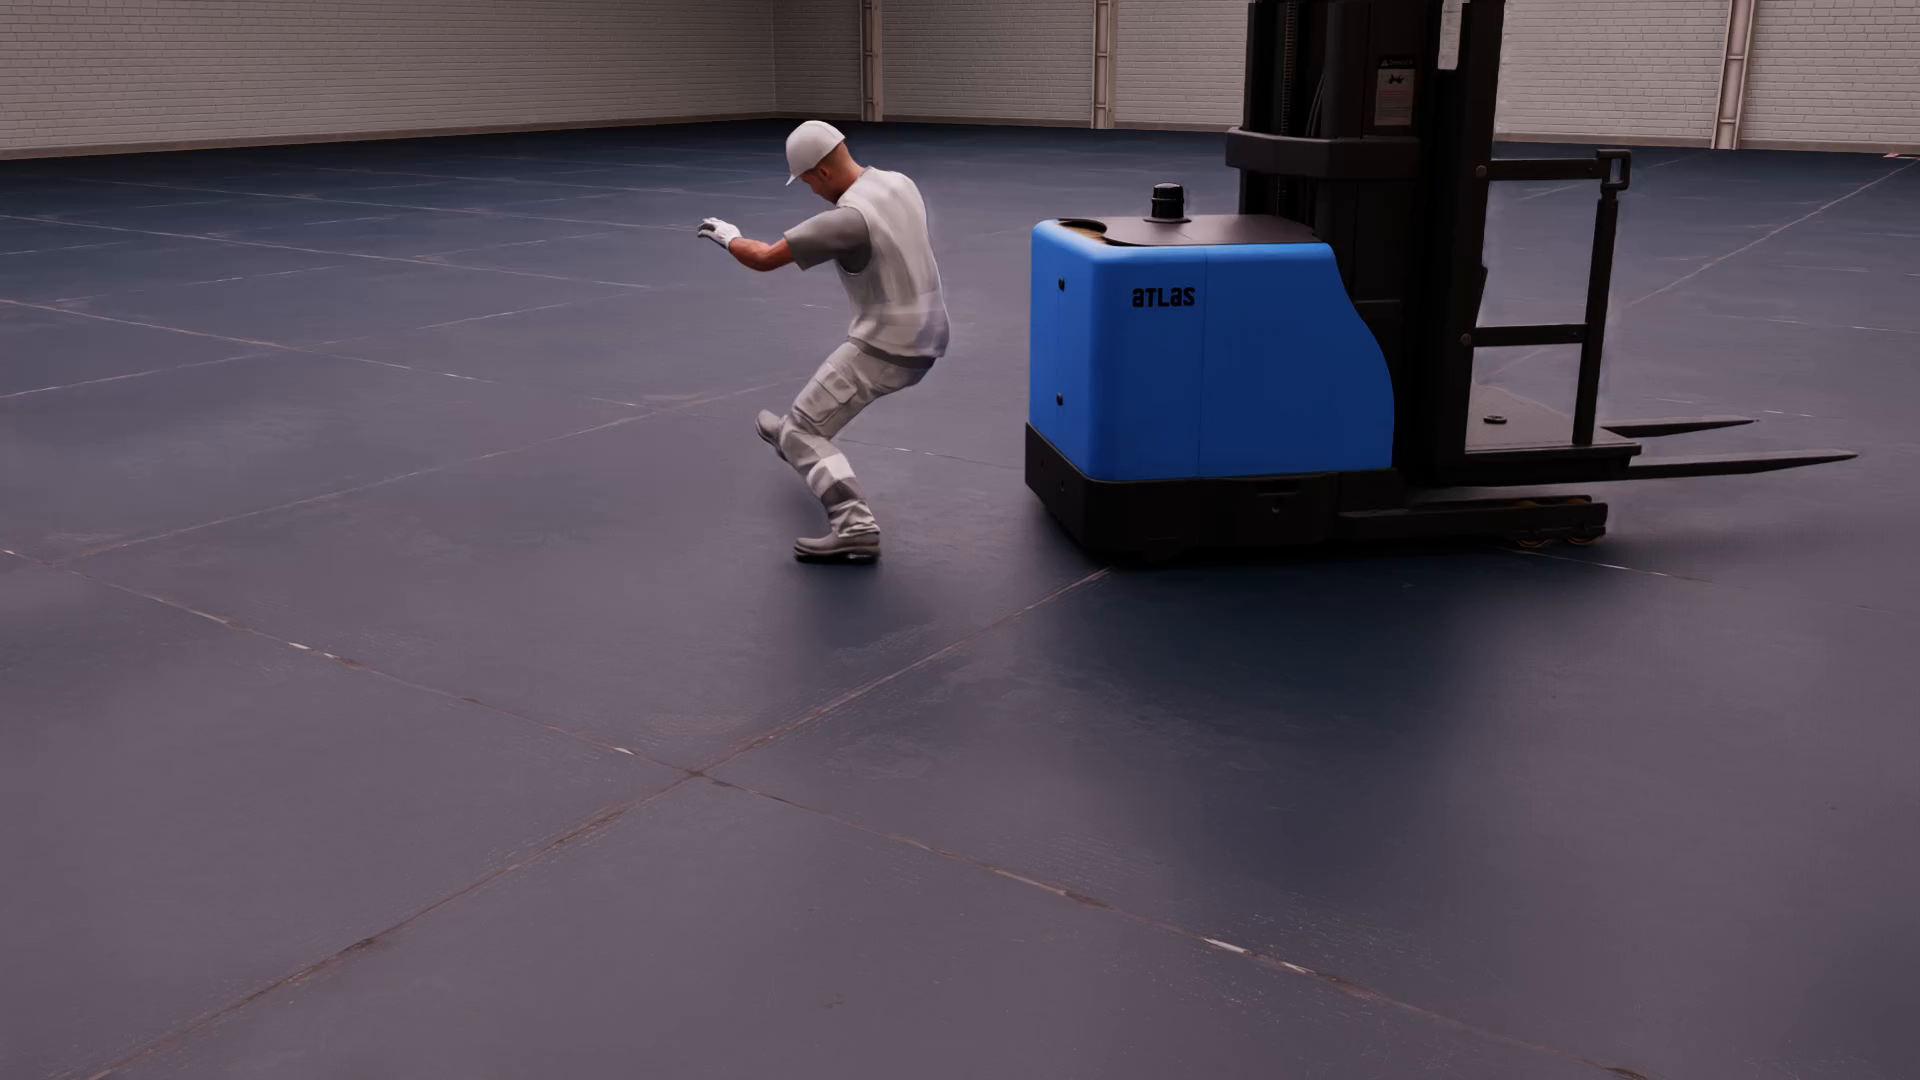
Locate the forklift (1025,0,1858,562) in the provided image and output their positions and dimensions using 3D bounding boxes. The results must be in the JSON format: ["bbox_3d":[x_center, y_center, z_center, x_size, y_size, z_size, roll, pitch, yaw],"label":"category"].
[{"bbox_3d":[1.821,-1.520,5.914,3.031,2.935,1.130,-3,17,-11],"label":"forklift"}]

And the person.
[{"bbox_3d":[-0.575,-0.787,6.057,1.111,1.452,0.981,10,19,29],"label":"person"}]
